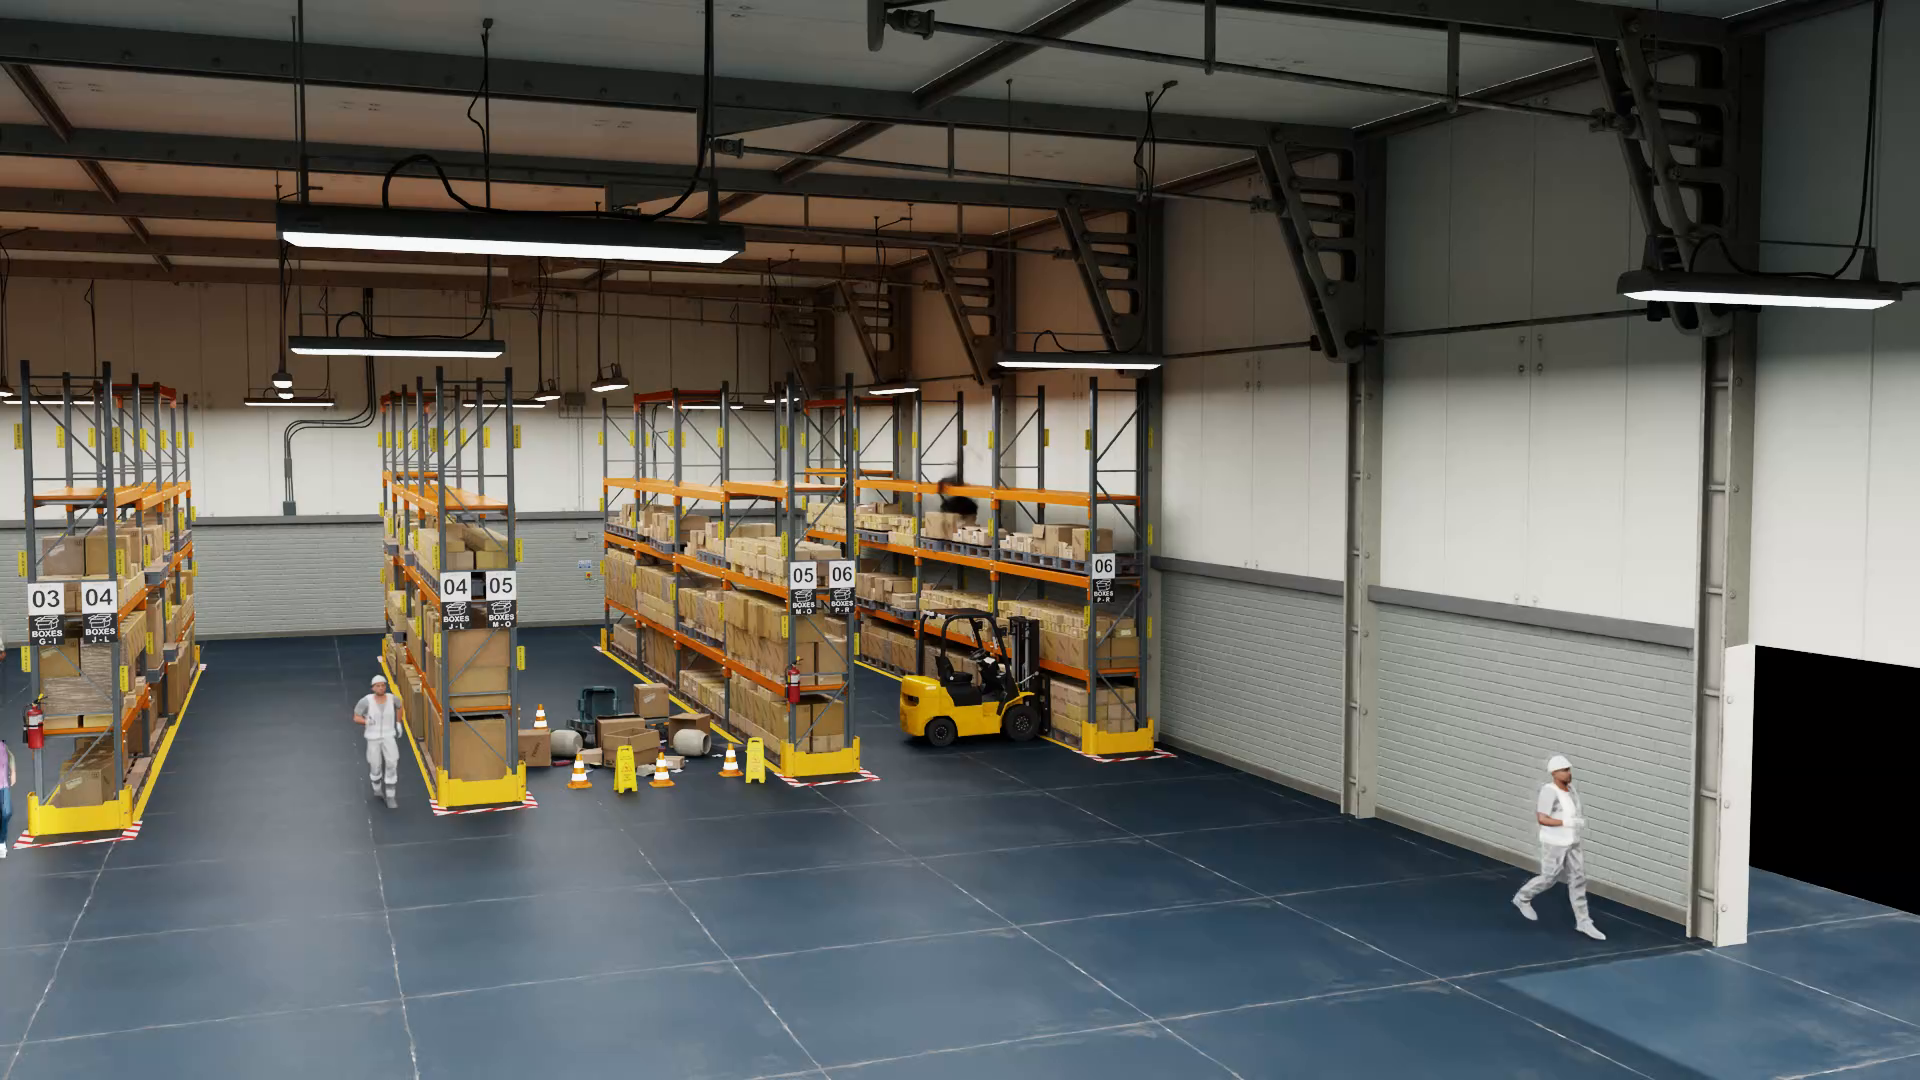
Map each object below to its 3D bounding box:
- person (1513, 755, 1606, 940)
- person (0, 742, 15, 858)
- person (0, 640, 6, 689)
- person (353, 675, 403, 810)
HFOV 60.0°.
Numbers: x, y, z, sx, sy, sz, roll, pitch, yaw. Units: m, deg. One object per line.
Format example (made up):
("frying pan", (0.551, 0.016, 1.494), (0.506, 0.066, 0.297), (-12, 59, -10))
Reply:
("person", (6.064, 3.070, 16.831), (0.682, 1.787, 0.978), (-3, 4, -37))
("person", (-11.556, 3.012, 19.919), (0.651, 1.603, 0.562), (3, 5, 40))
("person", (-17.861, 2.337, 30.560), (0.573, 1.650, 0.583), (-2, 4, -31))
("person", (-7.959, 2.744, 22.804), (0.671, 1.818, 0.875), (-2, 4, -25))
